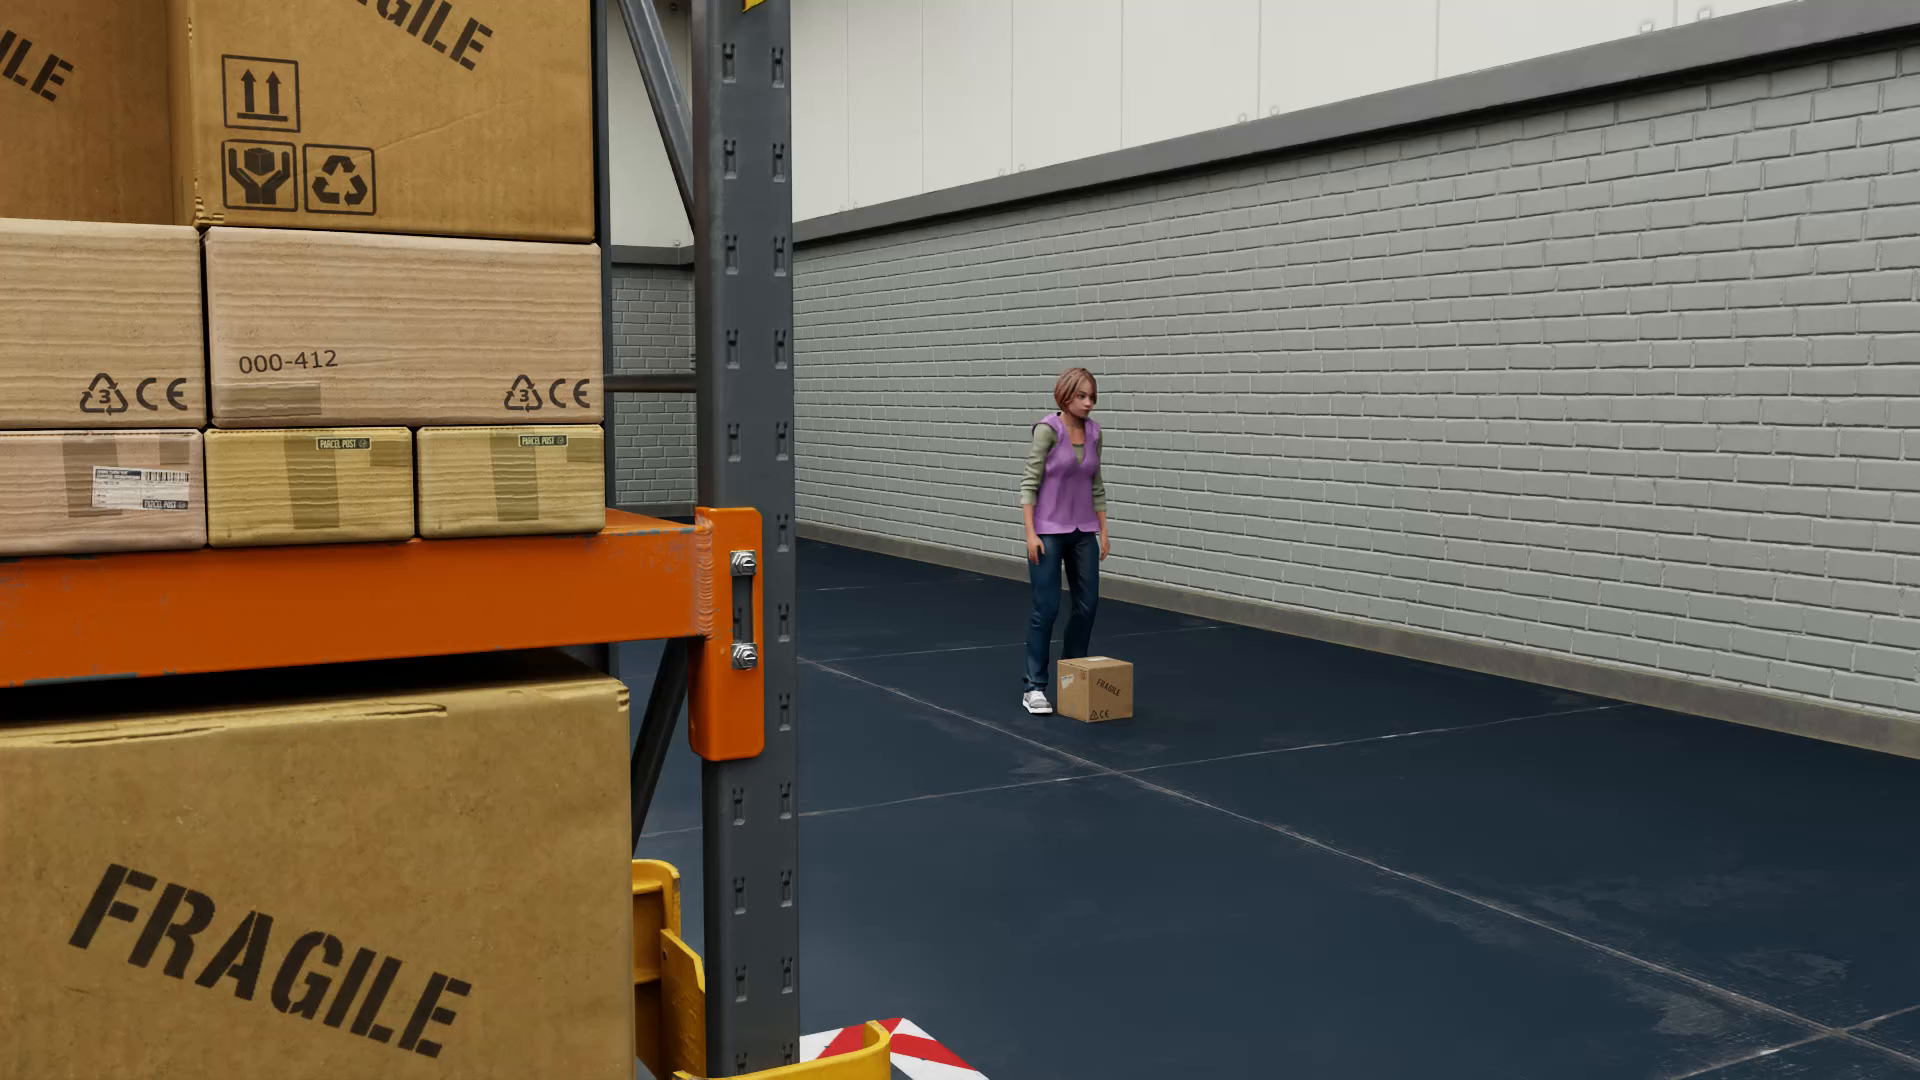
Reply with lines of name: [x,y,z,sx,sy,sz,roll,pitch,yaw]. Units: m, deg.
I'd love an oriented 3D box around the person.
person: [0.490,0.094,7.787,0.467,1.393,0.334,-3,6,-29]
